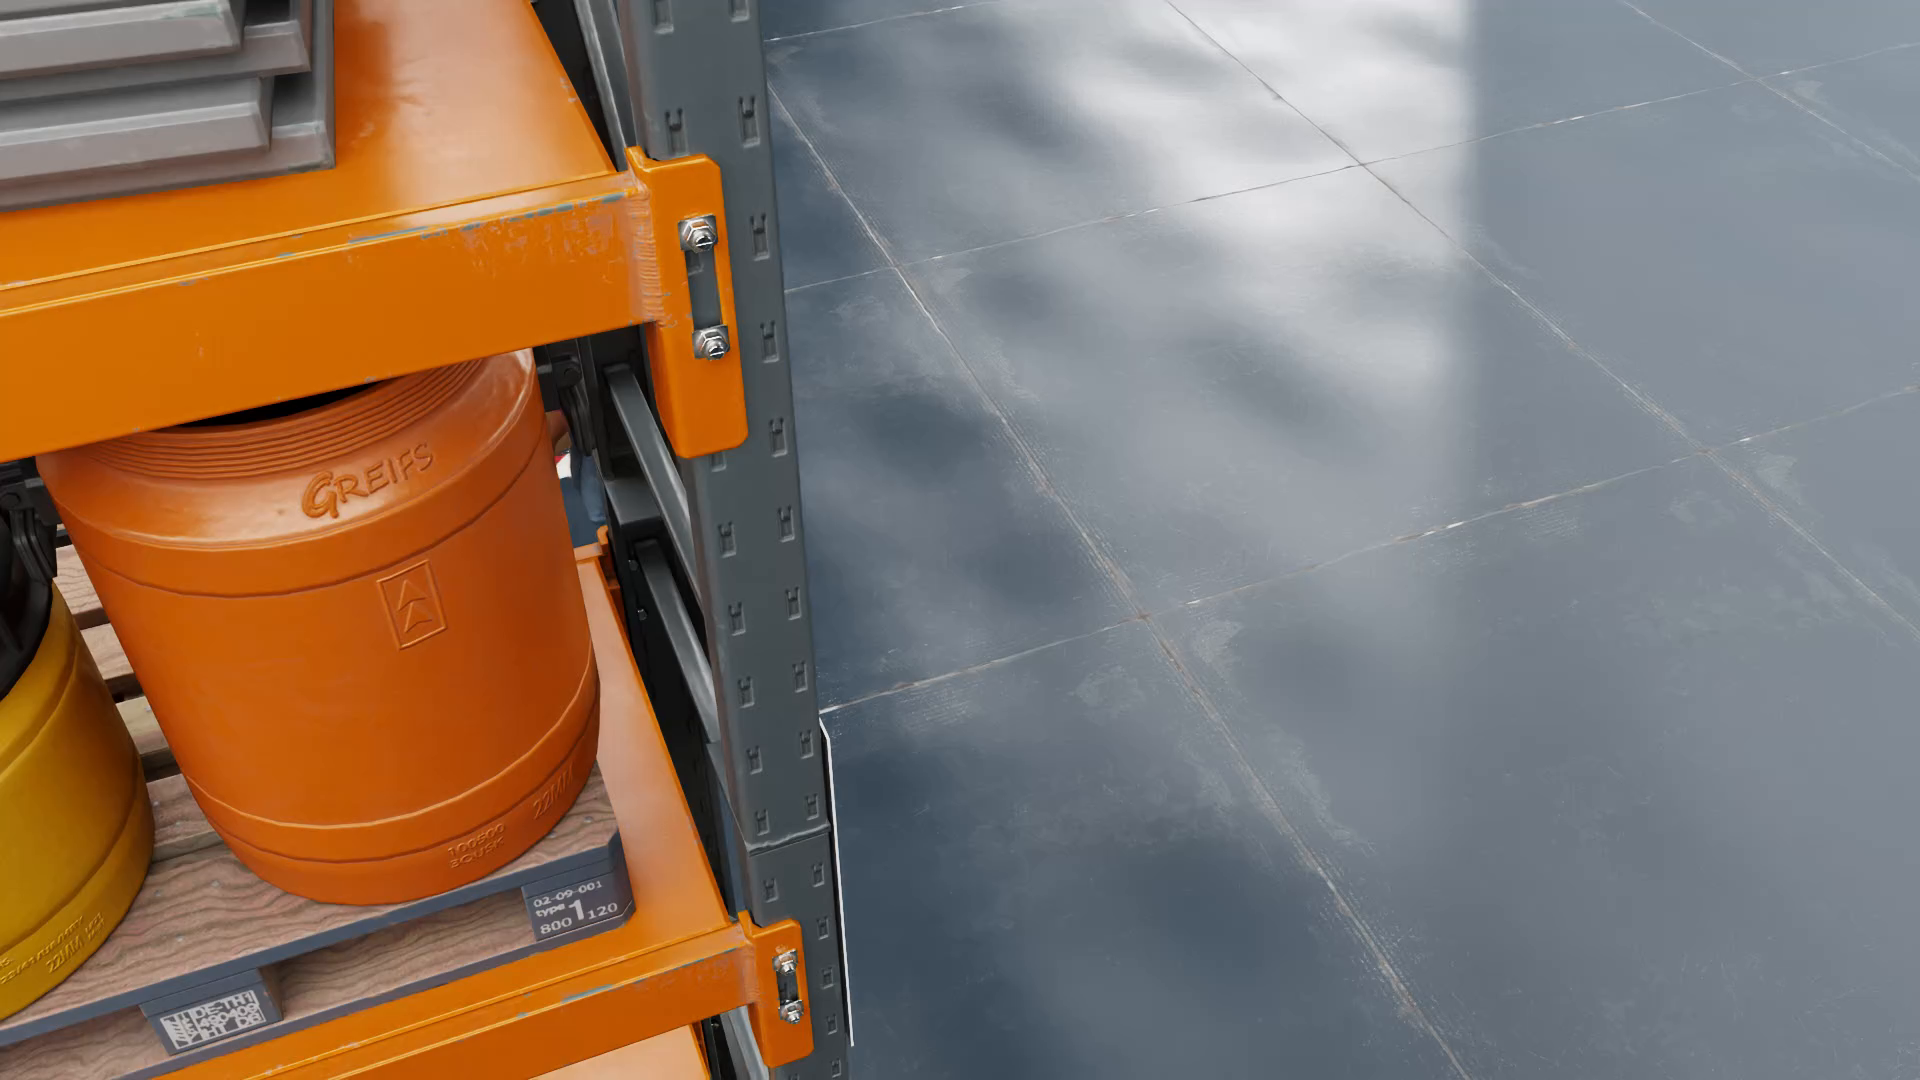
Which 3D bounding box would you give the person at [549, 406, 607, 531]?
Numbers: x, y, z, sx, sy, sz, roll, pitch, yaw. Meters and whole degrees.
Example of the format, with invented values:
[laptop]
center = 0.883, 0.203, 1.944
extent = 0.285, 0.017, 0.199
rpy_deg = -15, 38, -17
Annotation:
[person]
center = -1.539, -0.453, 6.655
extent = 0.575, 1.761, 0.505
rpy_deg = -16, 44, -17
